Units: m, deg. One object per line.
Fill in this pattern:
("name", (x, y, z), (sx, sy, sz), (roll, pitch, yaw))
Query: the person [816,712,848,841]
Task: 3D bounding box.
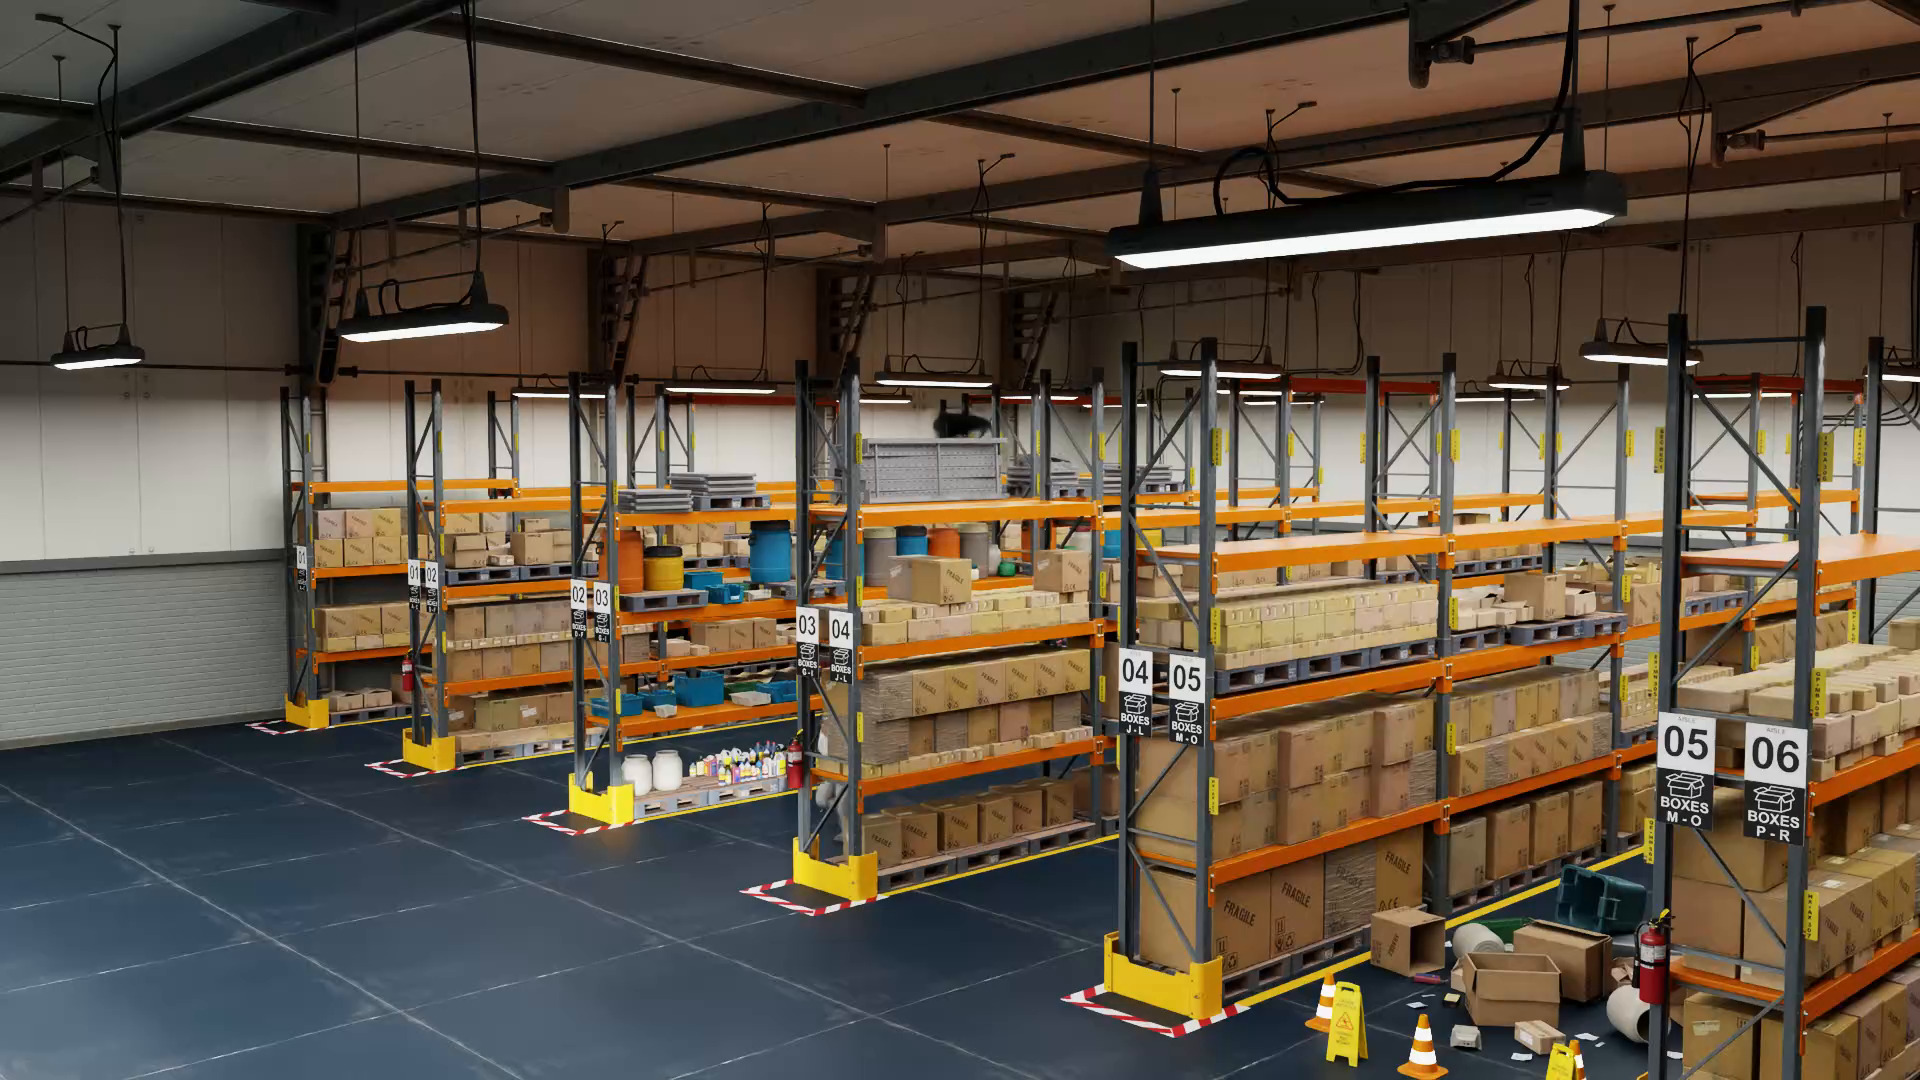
("person", (-1.597, 2.981, 21.008), (0.648, 1.693, 0.746), (2, 4, 34))
